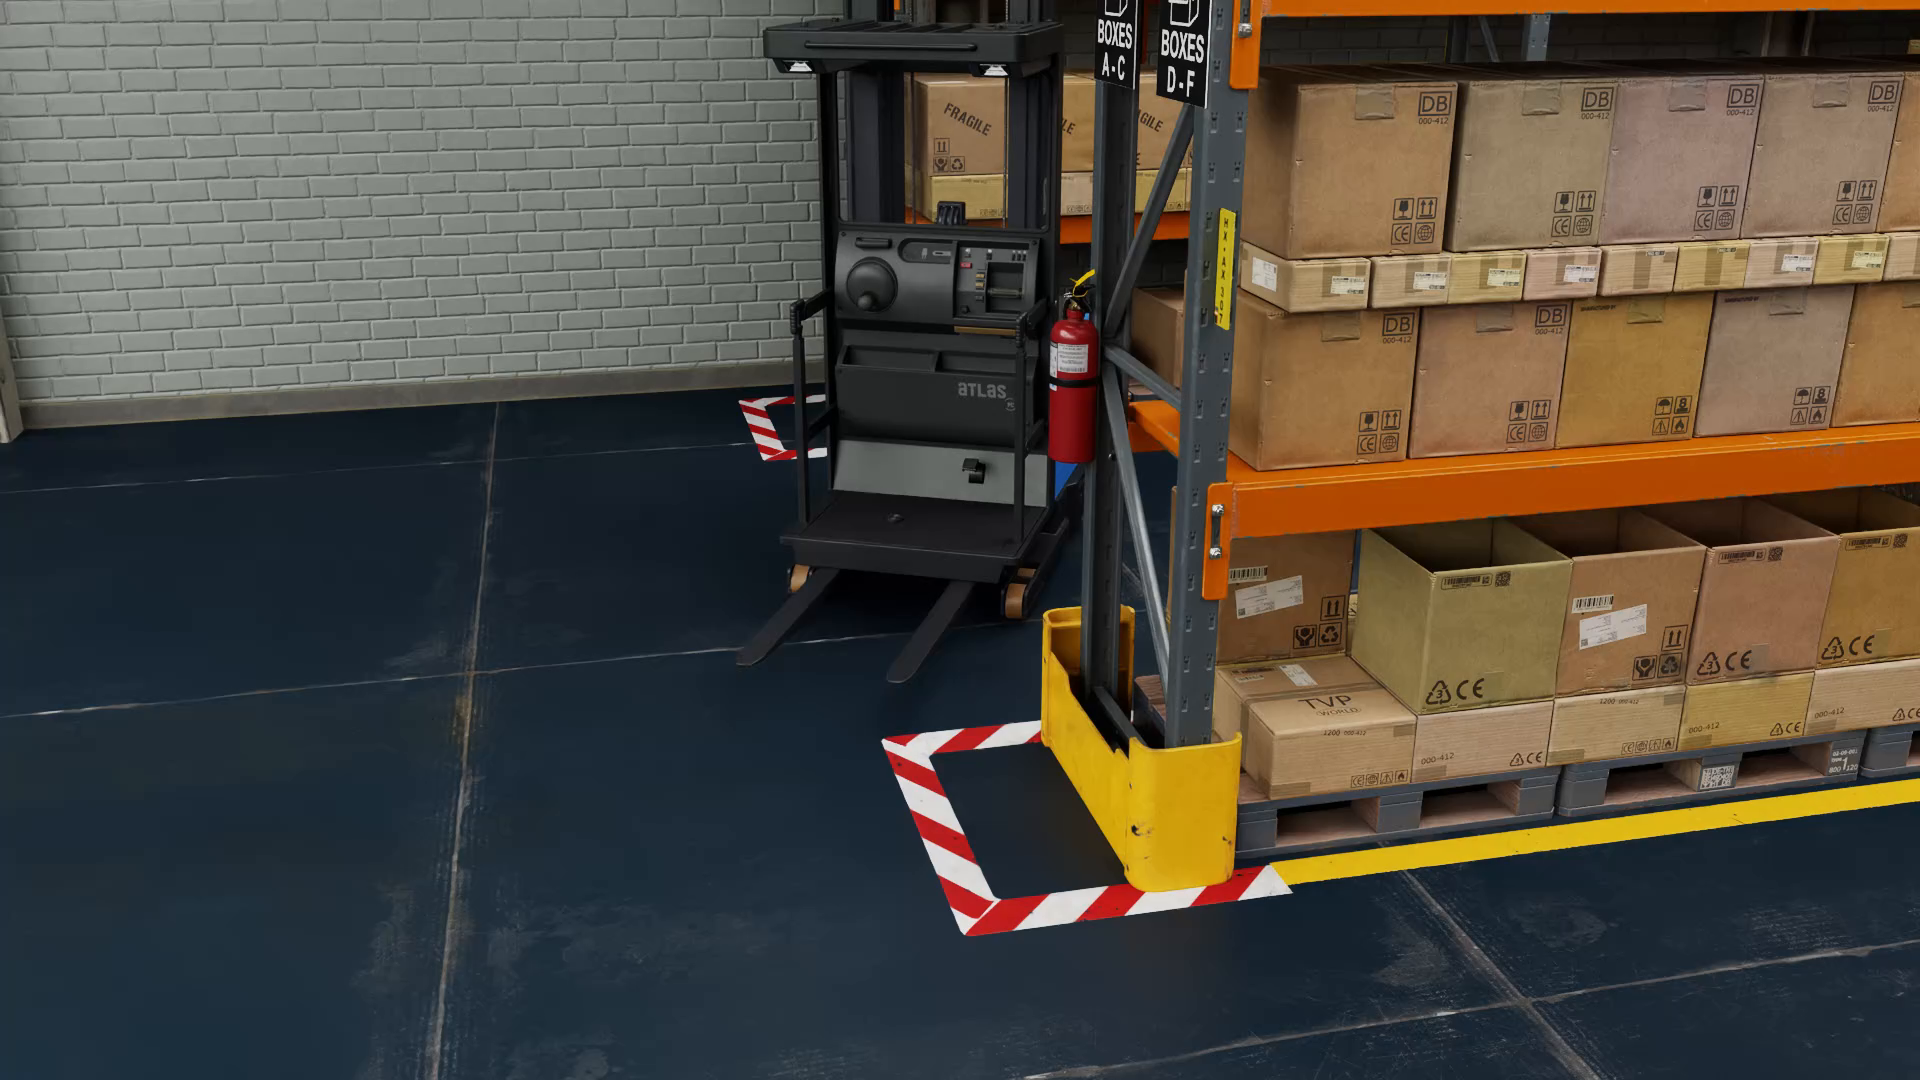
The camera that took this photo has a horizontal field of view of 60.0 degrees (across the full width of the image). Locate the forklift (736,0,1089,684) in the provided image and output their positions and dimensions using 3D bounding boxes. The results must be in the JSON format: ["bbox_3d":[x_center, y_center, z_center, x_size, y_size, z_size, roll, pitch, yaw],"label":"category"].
[{"bbox_3d":[-0.157,-1.167,7.240,1.130,2.935,3.031,5,21,14],"label":"forklift"}]

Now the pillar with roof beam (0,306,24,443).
[{"bbox_3d":[-4.893,-3.402,4.519,0.400,9.000,9.100,-5,21,-12],"label":"pillar with roof beam"}]

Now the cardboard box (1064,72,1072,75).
[{"bbox_3d":[0.375,-2.592,10.129,0.500,0.500,0.500,-4,21,-12],"label":"cardboard box"}]

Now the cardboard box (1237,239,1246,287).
[{"bbox_3d":[0.945,-0.944,5.442,0.250,0.149,0.380,-5,21,-13],"label":"cardboard box"}]

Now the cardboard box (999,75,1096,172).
[{"bbox_3d":[0.490,-2.420,9.659,0.500,0.500,0.500,-5,21,-12],"label":"cardboard box"}]

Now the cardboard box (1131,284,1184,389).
[{"bbox_3d":[1.448,-1.300,10.497,0.500,0.500,0.700,-6,21,-16],"label":"cardboard box"}]

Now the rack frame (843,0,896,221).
[{"bbox_3d":[-0.527,-2.156,9.840,0.127,3.000,1.000,-5,21,-12],"label":"rack frame"}]

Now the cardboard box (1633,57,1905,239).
[{"bbox_3d":[2.614,-1.315,5.511,0.500,0.500,0.700,-5,21,-12],"label":"cardboard box"}]

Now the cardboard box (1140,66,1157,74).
[{"bbox_3d":[1.368,-2.674,10.353,0.500,0.500,0.500,-4,21,-12],"label":"cardboard box"}]

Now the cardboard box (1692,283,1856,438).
[{"bbox_3d":[2.580,-0.701,5.723,0.500,0.500,0.700,-4,21,-11],"label":"cardboard box"}]

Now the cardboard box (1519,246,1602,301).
[{"bbox_3d":[1.794,-0.869,5.238,0.250,0.149,0.380,-5,21,-13],"label":"cardboard box"}]

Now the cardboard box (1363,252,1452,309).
[{"bbox_3d":[1.305,-0.831,5.133,0.250,0.149,0.380,-5,21,-14],"label":"cardboard box"}]

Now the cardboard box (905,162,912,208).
[{"bbox_3d":[-0.116,-2.197,10.140,0.500,0.250,0.500,-4,21,-12],"label":"cardboard box"}]

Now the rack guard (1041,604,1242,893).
[{"bbox_3d":[0.594,0.677,5.739,0.348,0.500,1.175,-5,21,-12],"label":"rack guard"}]

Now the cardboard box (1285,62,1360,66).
[{"bbox_3d":[2.356,-2.757,10.578,0.500,0.500,0.500,-5,21,-13],"label":"cardboard box"}]

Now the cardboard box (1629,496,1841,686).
[{"bbox_3d":[2.650,0.158,5.820,0.500,0.500,0.500,-5,21,-12],"label":"cardboard box"}]

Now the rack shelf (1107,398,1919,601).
[{"bbox_3d":[2.563,-0.319,5.870,4.000,0.370,1.077,-5,21,-12],"label":"rack shelf"}]

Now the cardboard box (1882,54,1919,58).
[{"bbox_3d":[3.588,-1.393,5.726,0.500,0.500,0.700,-5,21,-13],"label":"cardboard box"}]

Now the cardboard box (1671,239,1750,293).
[{"bbox_3d":[2.301,-0.911,5.353,0.250,0.149,0.380,-5,21,-13],"label":"cardboard box"}]

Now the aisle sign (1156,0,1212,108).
[{"bbox_3d":[0.624,-1.611,4.573,0.004,0.787,0.394,-5,21,-12],"label":"aisle sign"}]

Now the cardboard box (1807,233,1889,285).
[{"bbox_3d":[2.800,-0.951,5.462,0.250,0.149,0.380,-4,20,-11],"label":"cardboard box"}]

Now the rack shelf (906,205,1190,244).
[{"bbox_3d":[1.420,-1.977,10.396,4.000,0.370,1.077,-5,21,-12],"label":"rack shelf"}]

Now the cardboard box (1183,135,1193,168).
[{"bbox_3d":[1.494,-2.504,9.888,0.500,0.500,0.500,-4,20,-11],"label":"cardboard box"}]

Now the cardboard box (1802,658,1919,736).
[{"bbox_3d":[3.137,0.470,6.058,0.500,0.250,0.500,-5,21,-12],"label":"cardboard box"}]

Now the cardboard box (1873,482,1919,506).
[{"bbox_3d":[3.619,0.072,6.053,0.500,0.500,0.500,-5,21,-12],"label":"cardboard box"}]

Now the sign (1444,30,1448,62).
[{"bbox_3d":[3.235,-3.202,11.011,0.005,0.325,0.100,-5,21,-12],"label":"sign"}]

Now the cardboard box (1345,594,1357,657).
[{"bbox_3d":[1.555,0.411,6.219,0.500,0.250,0.500,-5,21,-12],"label":"cardboard box"}]

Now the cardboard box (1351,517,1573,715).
[{"bbox_3d":[1.676,0.235,5.608,0.500,0.500,0.500,-5,21,-12],"label":"cardboard box"}]

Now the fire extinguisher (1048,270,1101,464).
[{"bbox_3d":[0.395,-0.608,5.726,0.183,0.674,0.296,-5,21,-12],"label":"fire extinguisher"}]

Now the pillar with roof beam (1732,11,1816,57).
[{"bbox_3d":[6.785,-4.352,7.112,0.400,9.000,9.100,-5,21,-12],"label":"pillar with roof beam"}]

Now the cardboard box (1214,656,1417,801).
[{"bbox_3d":[1.190,0.628,5.627,0.500,0.250,0.500,-5,21,-12],"label":"cardboard box"}]

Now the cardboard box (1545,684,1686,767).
[{"bbox_3d":[2.162,0.547,5.846,0.500,0.250,0.500,-5,21,-12],"label":"cardboard box"}]

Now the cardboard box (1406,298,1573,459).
[{"bbox_3d":[1.584,-0.621,5.504,0.500,0.500,0.700,-4,21,-11],"label":"cardboard box"}]

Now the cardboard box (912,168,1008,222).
[{"bbox_3d":[0.021,-2.027,9.677,0.500,0.250,0.500,-5,21,-14],"label":"cardboard box"}]

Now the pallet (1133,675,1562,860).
[{"bbox_3d":[1.352,0.736,5.997,1.213,0.211,1.003,-5,21,-12],"label":"pallet"}]

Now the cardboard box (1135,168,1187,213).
[{"bbox_3d":[1.021,-2.112,9.907,0.500,0.250,0.500,-5,21,-13],"label":"cardboard box"}]

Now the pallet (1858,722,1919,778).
[{"bbox_3d":[3.726,0.543,6.524,1.213,0.211,1.003,-5,21,-12],"label":"pallet"}]

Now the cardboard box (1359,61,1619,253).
[{"bbox_3d":[1.636,-1.235,5.293,0.500,0.500,0.700,-5,21,-14],"label":"cardboard box"}]
